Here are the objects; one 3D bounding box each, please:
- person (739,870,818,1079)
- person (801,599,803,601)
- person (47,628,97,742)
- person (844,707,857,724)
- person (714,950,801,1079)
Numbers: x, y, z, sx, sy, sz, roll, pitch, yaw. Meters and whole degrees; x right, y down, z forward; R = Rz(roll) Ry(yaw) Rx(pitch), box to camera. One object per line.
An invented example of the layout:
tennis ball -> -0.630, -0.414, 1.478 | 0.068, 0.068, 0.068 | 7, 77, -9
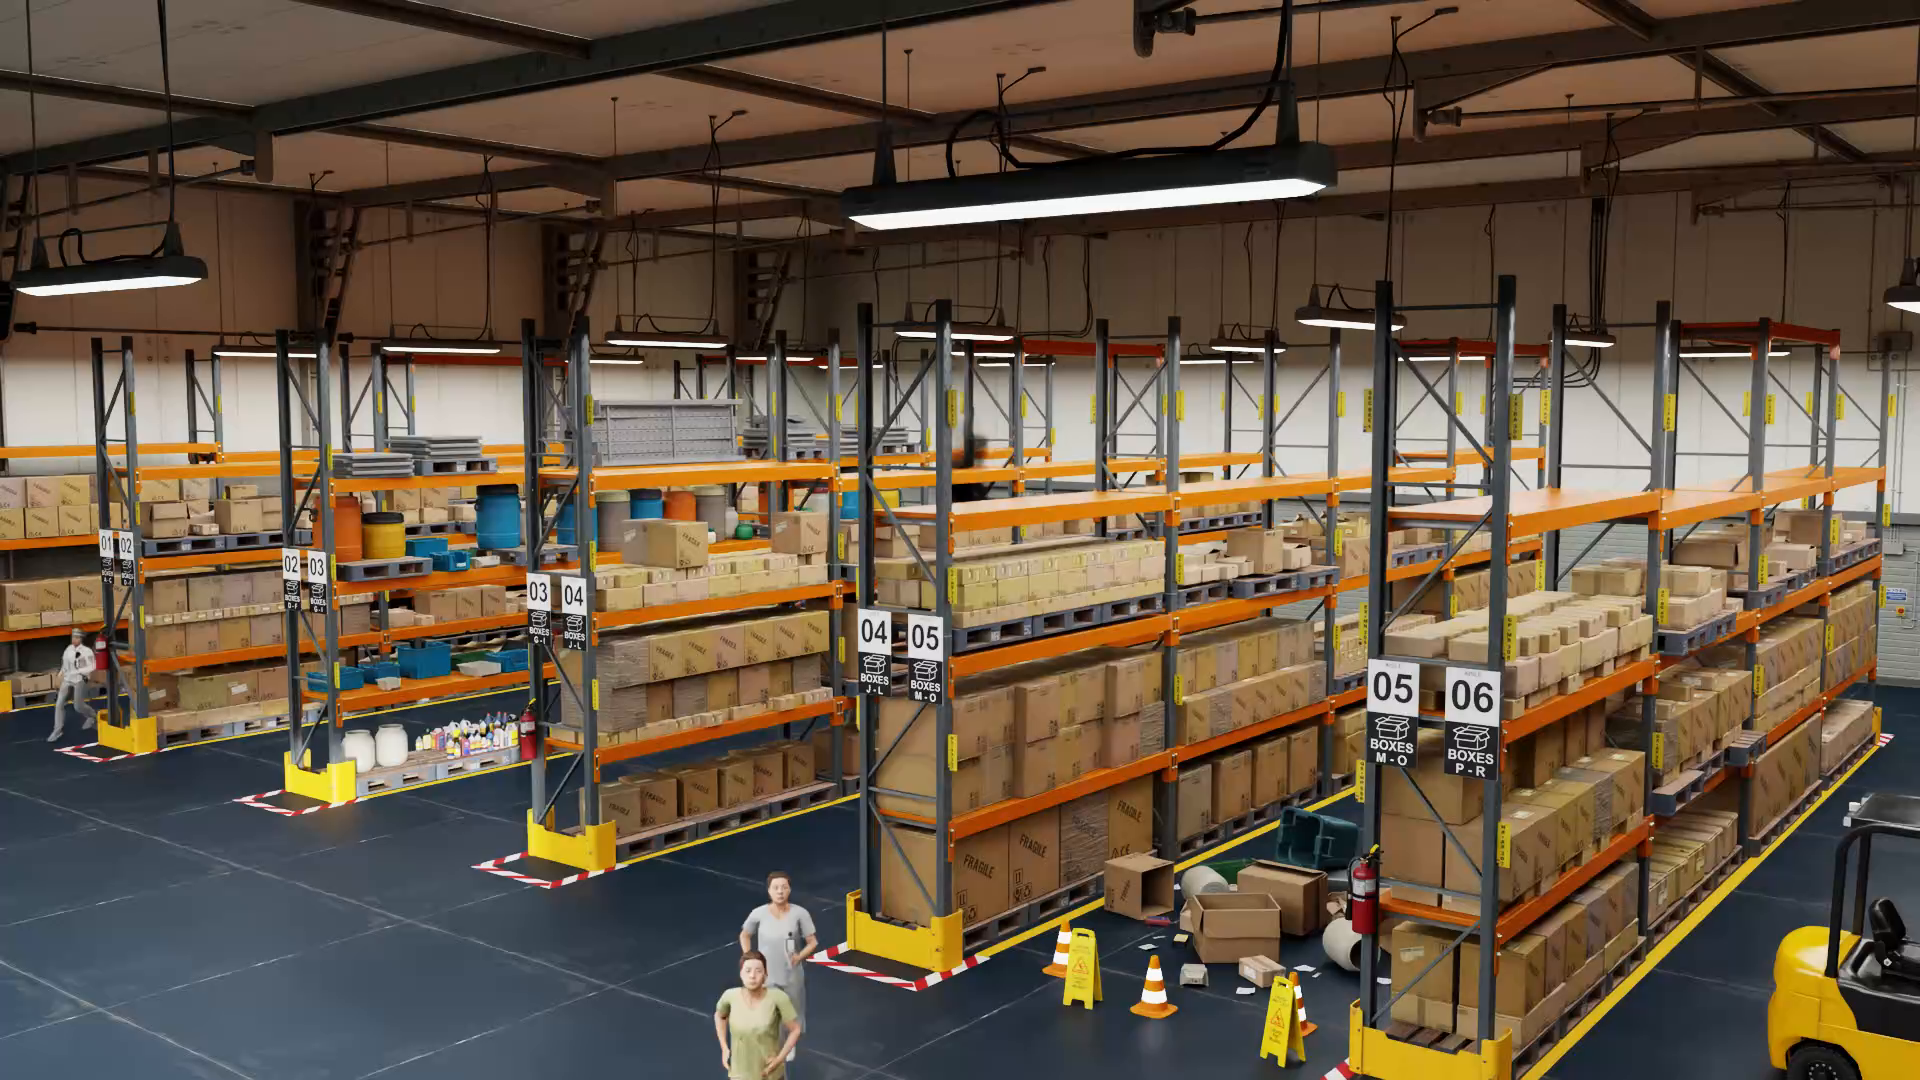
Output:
person -> -1.346, 3.267, 12.375 | 0.577, 1.640, 0.858 | -1, 5, -9
person -> -2.910, 1.436, 32.939 | 0.662, 1.738, 0.599 | 2, 5, 23
person -> -13.320, 2.152, 25.123 | 0.656, 1.686, 0.898 | 1, 5, 11
person -> -1.555, 1.888, 24.483 | 0.578, 1.749, 0.812 | 3, 6, 31
person -> -1.288, 3.444, 10.636 | 0.550, 1.647, 1.023 | -1, 5, -9
